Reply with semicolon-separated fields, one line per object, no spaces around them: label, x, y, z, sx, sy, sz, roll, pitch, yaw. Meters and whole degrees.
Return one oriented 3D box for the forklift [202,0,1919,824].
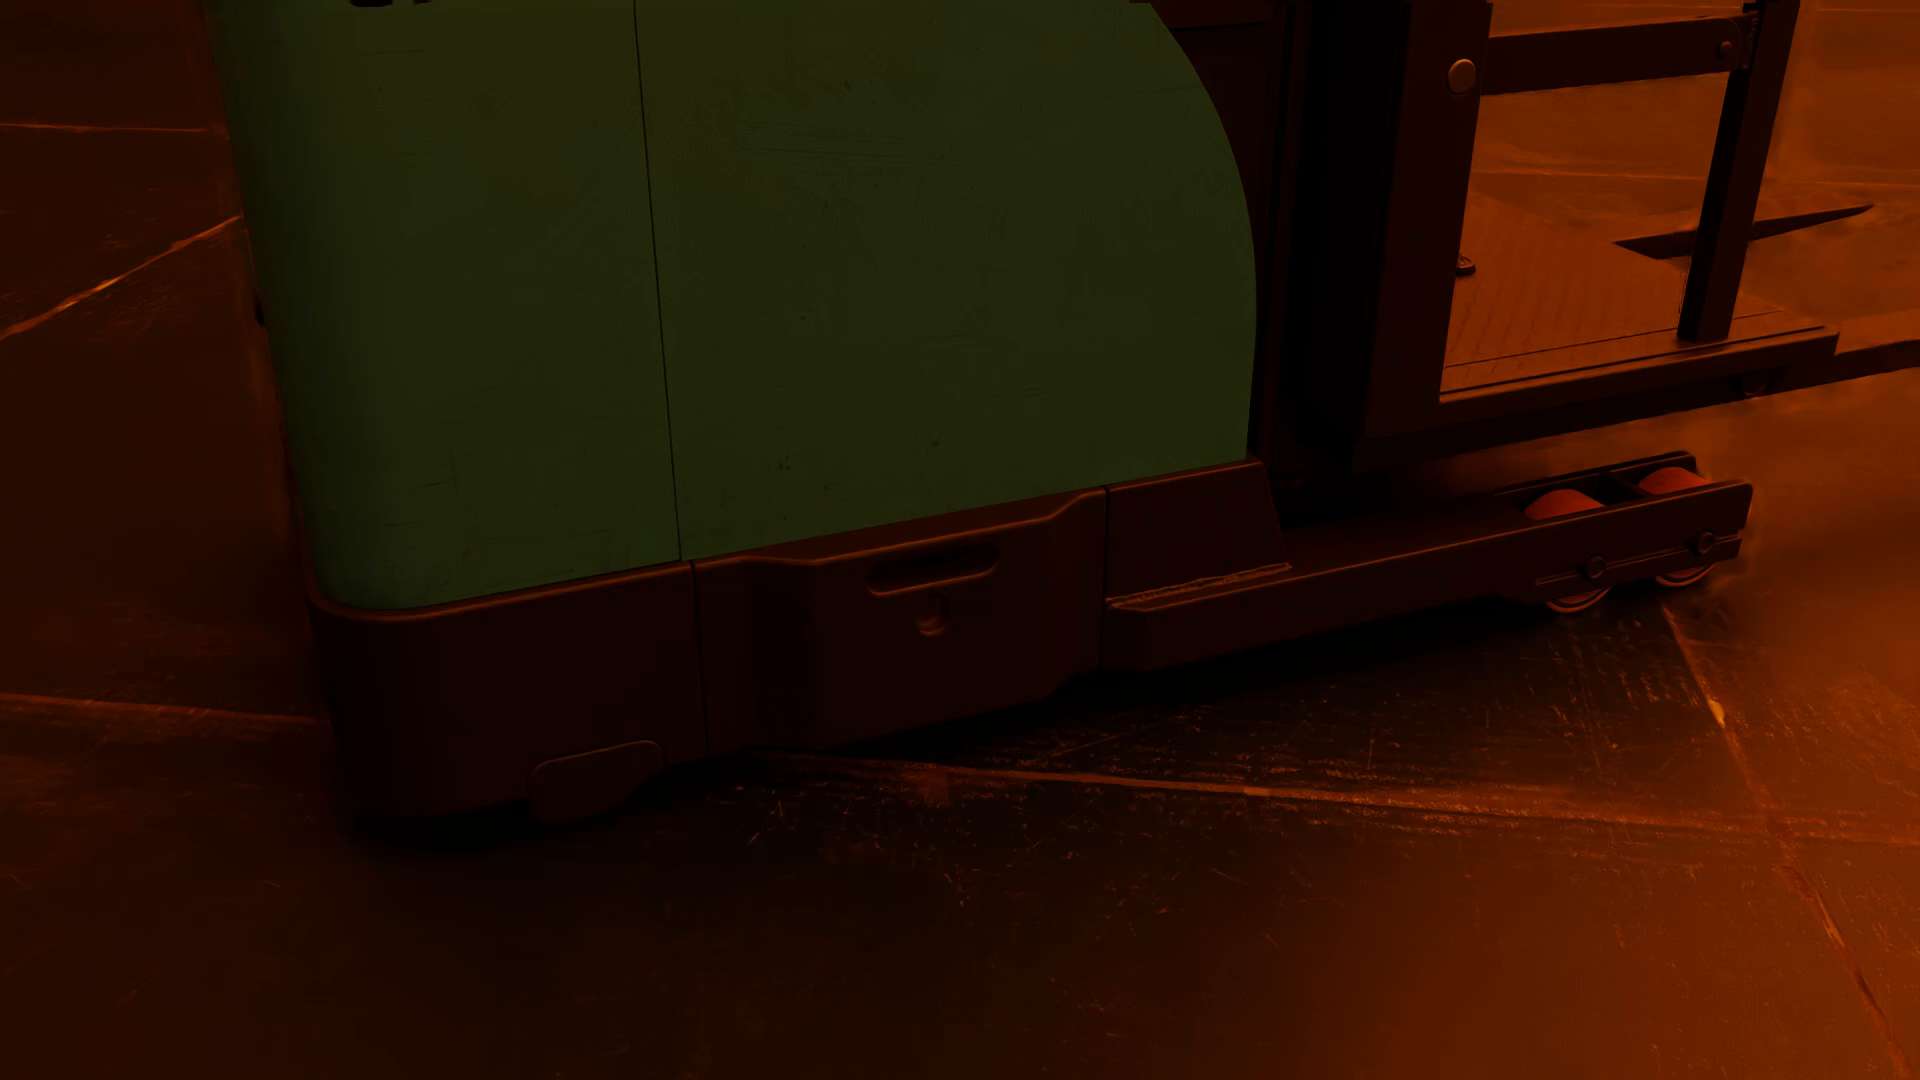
forklift;0.562;-1.418;2.058;3.031;2.935;1.130;-11;28;-20
